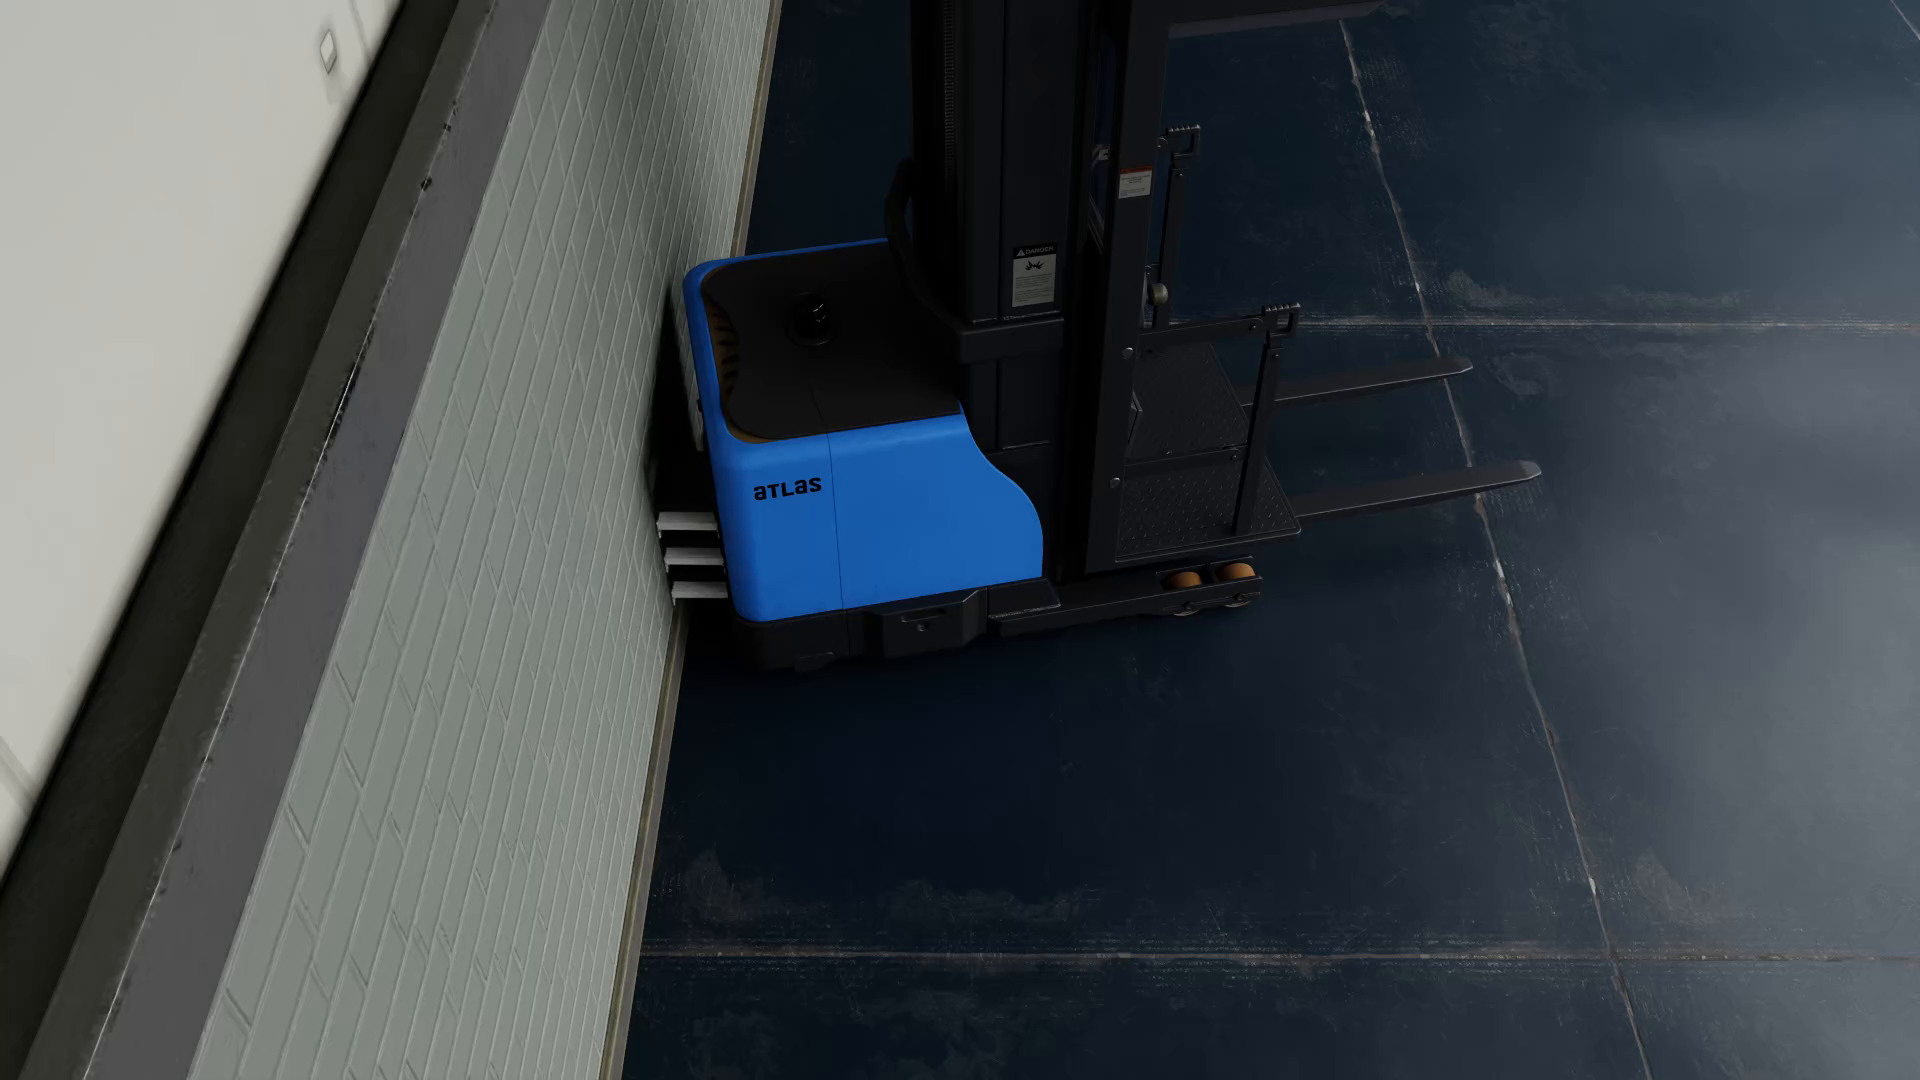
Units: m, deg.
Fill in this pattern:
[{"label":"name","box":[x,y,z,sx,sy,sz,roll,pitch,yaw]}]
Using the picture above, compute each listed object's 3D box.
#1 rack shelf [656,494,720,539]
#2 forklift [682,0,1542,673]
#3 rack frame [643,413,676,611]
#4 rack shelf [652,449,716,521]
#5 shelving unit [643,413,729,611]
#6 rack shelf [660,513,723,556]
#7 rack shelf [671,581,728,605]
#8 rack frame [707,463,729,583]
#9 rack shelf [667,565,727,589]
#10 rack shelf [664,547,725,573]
[{"label":"rack shelf","box":[-0.893,-0.124,5.552,0.200,0.077,0.258,1,50,1]},{"label":"forklift","box":[0.614,-1.097,5.268,3.031,2.935,1.130,-9,48,-8]},{"label":"rack frame","box":[-0.995,-0.030,5.665,0.006,0.900,0.240,1,50,1]},{"label":"rack shelf","box":[-0.894,-0.182,5.484,0.200,0.077,0.258,1,50,1]},{"label":"shelving unit","box":[-0.893,-0.029,5.664,0.210,0.900,0.258,1,50,1]},{"label":"rack shelf","box":[-0.893,-0.066,5.621,0.200,0.077,0.258,1,50,1]},{"label":"rack shelf","box":[-0.893,0.110,5.827,0.200,0.077,0.258,1,50,1]},{"label":"rack frame","box":[-0.791,-0.028,5.663,0.006,0.900,0.240,1,50,1]},{"label":"rack shelf","box":[-0.893,0.051,5.758,0.200,0.077,0.258,1,50,1]},{"label":"rack shelf","box":[-0.893,-0.007,5.689,0.200,0.077,0.258,1,50,1]}]
